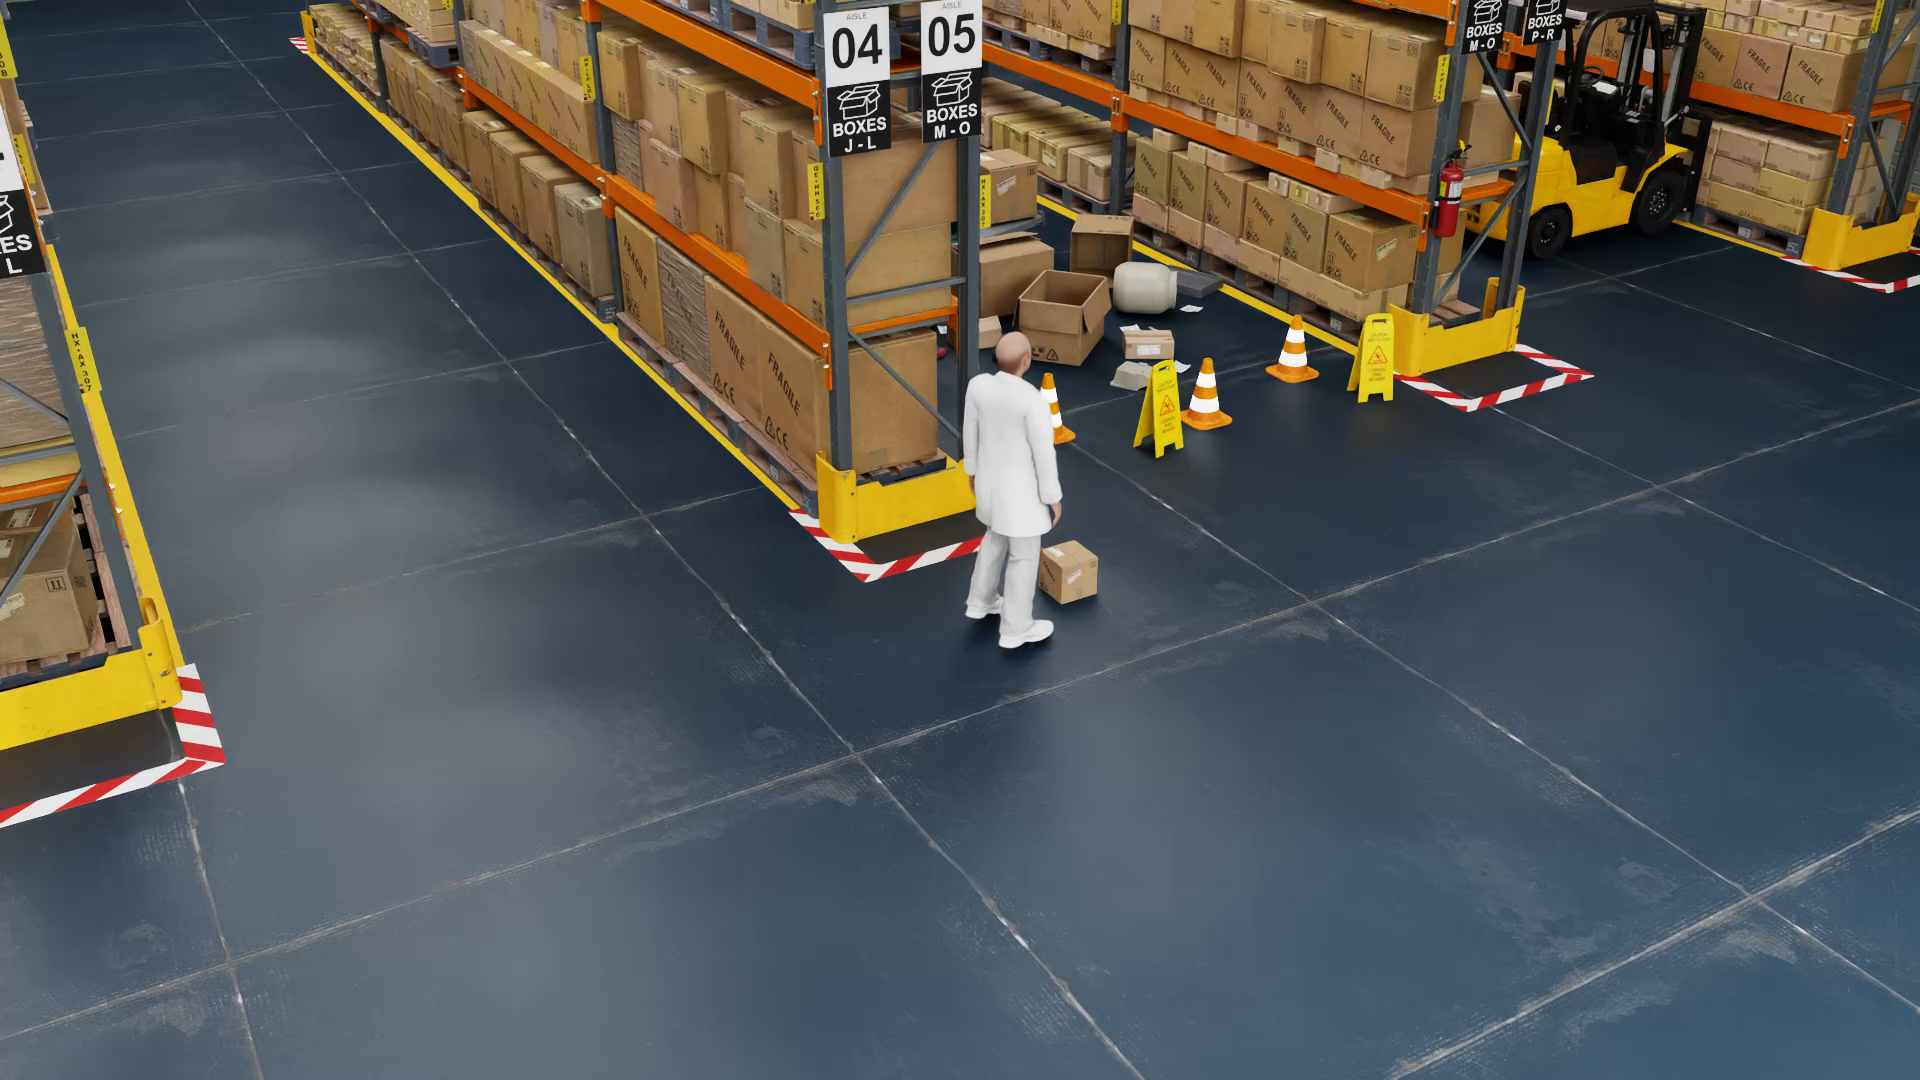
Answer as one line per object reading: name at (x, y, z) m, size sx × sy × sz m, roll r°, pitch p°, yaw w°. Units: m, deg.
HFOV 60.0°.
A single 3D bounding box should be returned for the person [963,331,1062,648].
person at (0.273, -0.277, 9.078) m, size 0.647 × 1.783 × 0.455 m, roll 23°, pitch 36°, yaw 36°
